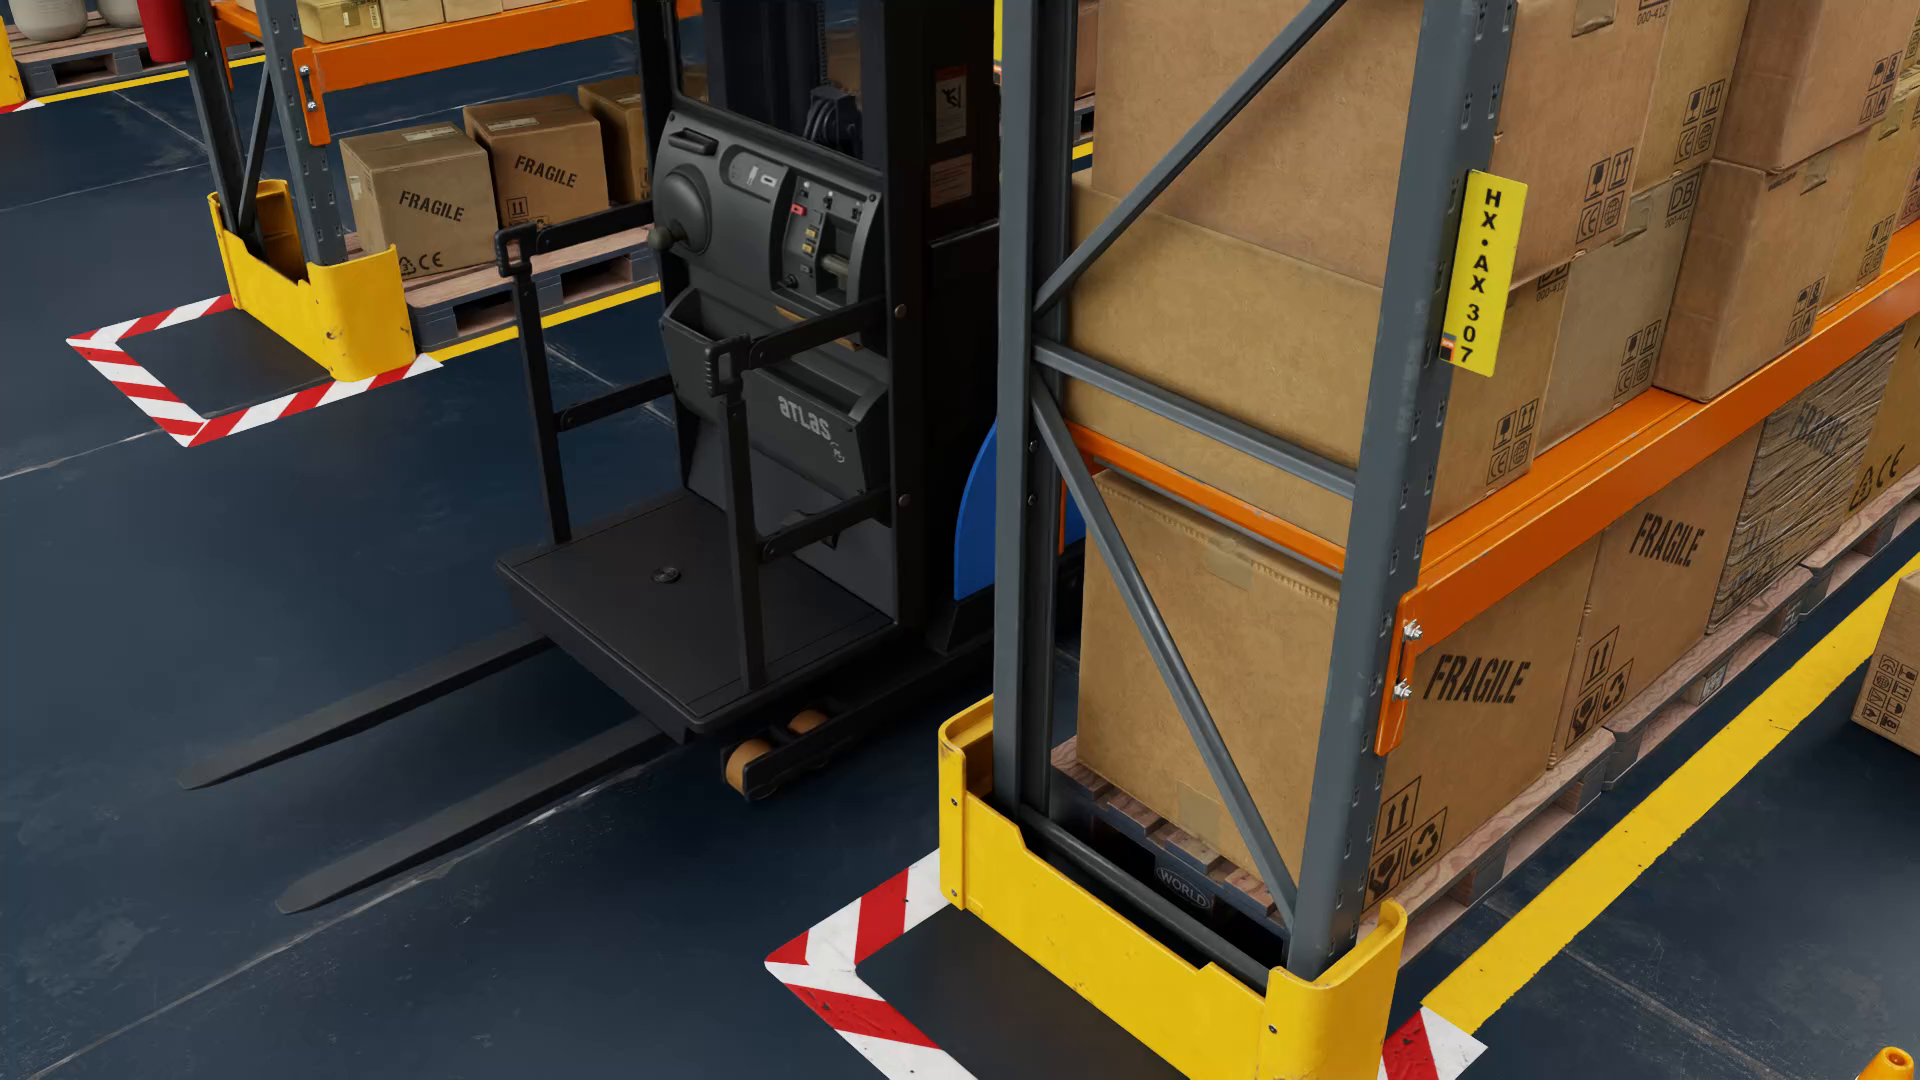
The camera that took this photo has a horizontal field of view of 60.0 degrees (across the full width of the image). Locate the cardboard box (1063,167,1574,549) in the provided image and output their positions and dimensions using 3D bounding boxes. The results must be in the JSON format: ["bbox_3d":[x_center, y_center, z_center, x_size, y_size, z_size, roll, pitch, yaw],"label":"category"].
[{"bbox_3d":[0.703,-0.448,3.463,0.550,0.550,0.875,-26,40,-35],"label":"cardboard box"}]

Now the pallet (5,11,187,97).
[{"bbox_3d":[-5.581,-3.204,10.788,1.213,0.211,1.003,-26,40,-35],"label":"pallet"}]

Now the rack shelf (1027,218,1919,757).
[{"bbox_3d":[1.929,-0.637,4.606,4.000,0.370,1.077,-26,40,-35],"label":"rack shelf"}]

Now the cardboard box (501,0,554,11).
[{"bbox_3d":[-1.906,-2.332,6.929,0.250,0.149,0.380,-26,40,-35],"label":"cardboard box"}]

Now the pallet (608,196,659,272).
[{"bbox_3d":[-1.267,-1.711,8.345,1.213,0.211,1.003,-26,40,-35],"label":"pallet"}]

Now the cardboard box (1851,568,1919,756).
[{"bbox_3d":[2.955,0.355,4.688,0.500,0.500,0.500,-19,36,-28],"label":"cardboard box"}]

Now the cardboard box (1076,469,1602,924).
[{"bbox_3d":[0.914,0.227,4.138,0.875,0.875,0.875,-26,40,-35],"label":"cardboard box"}]

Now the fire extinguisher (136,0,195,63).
[{"bbox_3d":[-3.234,-2.271,6.662,0.183,0.674,0.296,-26,40,-35],"label":"fire extinguisher"}]

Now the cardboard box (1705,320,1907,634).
[{"bbox_3d":[2.228,-0.409,5.177,0.875,0.875,0.875,-25,40,-35],"label":"cardboard box"}]

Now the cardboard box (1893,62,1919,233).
[{"bbox_3d":[2.269,-1.232,4.746,0.550,0.550,0.875,-26,40,-35],"label":"cardboard box"}]

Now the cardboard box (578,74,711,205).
[{"bbox_3d":[-1.480,-1.936,8.034,0.500,0.500,0.500,-22,38,-31],"label":"cardboard box"}]

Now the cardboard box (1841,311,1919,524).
[{"bbox_3d":[2.886,-0.730,5.703,0.875,0.875,0.875,-25,39,-35],"label":"cardboard box"}]

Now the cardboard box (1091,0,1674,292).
[{"bbox_3d":[0.760,-0.876,3.129,0.550,0.550,0.875,-26,40,-35],"label":"cardboard box"}]

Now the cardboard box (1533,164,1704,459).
[{"bbox_3d":[1.092,-0.651,3.796,0.550,0.550,0.875,-26,40,-35],"label":"cardboard box"}]

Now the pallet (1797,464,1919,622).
[{"bbox_3d":[2.784,-0.224,5.914,1.213,0.211,1.003,-26,40,-35],"label":"pallet"}]

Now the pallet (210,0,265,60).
[{"bbox_3d":[-4.687,-3.635,11.492,1.213,0.211,1.003,-26,40,-35],"label":"pallet"}]

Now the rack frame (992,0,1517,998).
[{"bbox_3d":[0.462,-0.235,3.259,0.127,3.000,1.000,-26,40,-35],"label":"rack frame"}]

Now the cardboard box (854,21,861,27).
[{"bbox_3d":[-0.224,-2.573,9.076,0.500,0.500,0.500,-27,41,-37],"label":"cardboard box"}]

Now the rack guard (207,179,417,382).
[{"bbox_3d":[-2.781,-1.129,7.116,0.348,0.500,1.175,-26,40,-35],"label":"rack guard"}]

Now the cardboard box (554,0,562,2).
[{"bbox_3d":[-1.718,-2.418,7.069,0.250,0.149,0.380,-26,40,-35],"label":"cardboard box"}]

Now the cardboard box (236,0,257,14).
[{"bbox_3d":[-2.768,-2.241,6.780,0.250,0.149,0.380,-26,40,-35],"label":"cardboard box"}]

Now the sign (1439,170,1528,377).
[{"bbox_3d":[0.835,-0.423,2.661,0.005,0.325,0.100,-26,40,-35],"label":"sign"}]

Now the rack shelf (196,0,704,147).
[{"bbox_3d":[-1.370,-2.571,7.768,4.000,0.370,1.077,-26,40,-35],"label":"rack shelf"}]

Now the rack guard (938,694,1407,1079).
[{"bbox_3d":[0.444,0.840,3.897,0.348,0.500,1.175,-26,40,-35],"label":"rack guard"}]

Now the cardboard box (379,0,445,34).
[{"bbox_3d":[-2.269,-2.152,6.635,0.250,0.149,0.380,-26,40,-35],"label":"cardboard box"}]

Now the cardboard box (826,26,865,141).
[{"bbox_3d":[-0.639,-2.367,8.739,0.500,0.500,0.500,-13,34,-21],"label":"cardboard box"}]

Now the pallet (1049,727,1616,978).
[{"bbox_3d":[0.995,0.641,4.499,1.213,0.211,1.003,-26,40,-35],"label":"pallet"}]

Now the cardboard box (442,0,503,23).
[{"bbox_3d":[-2.075,-2.235,6.771,0.250,0.149,0.380,-26,40,-35],"label":"cardboard box"}]

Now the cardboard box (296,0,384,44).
[{"bbox_3d":[-2.465,-2.071,6.502,0.250,0.149,0.380,-26,40,-35],"label":"cardboard box"}]

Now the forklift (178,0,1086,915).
[{"bbox_3d":[-0.686,-0.844,4.321,3.031,2.935,1.130,-25,40,-35],"label":"forklift"}]

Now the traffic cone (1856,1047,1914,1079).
[{"bbox_3d":[1.817,1.202,3.340,0.334,0.463,0.336,-26,40,-35],"label":"traffic cone"}]

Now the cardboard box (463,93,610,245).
[{"bbox_3d":[-1.952,-1.721,7.683,0.500,0.500,0.500,-15,35,-23],"label":"cardboard box"}]

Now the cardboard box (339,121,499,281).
[{"bbox_3d":[-2.367,-1.496,7.315,0.500,0.500,0.500,-18,36,-27],"label":"cardboard box"}]

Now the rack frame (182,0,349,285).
[{"bbox_3d":[-2.836,-2.168,6.420,0.127,3.000,1.000,-26,40,-35],"label":"rack frame"}]

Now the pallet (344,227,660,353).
[{"bbox_3d":[-2.161,-1.280,7.641,1.213,0.211,1.003,-26,40,-35],"label":"pallet"}]

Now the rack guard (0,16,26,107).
[{"bbox_3d":[-6.180,-3.041,10.244,0.348,0.500,1.175,-26,40,-35],"label":"rack guard"}]

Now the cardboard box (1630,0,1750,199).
[{"bbox_3d":[1.101,-1.107,3.506,0.550,0.550,0.875,-26,40,-35],"label":"cardboard box"}]

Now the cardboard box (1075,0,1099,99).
[{"bbox_3d":[0.562,-2.918,9.621,0.700,0.500,0.500,26,40,35],"label":"cardboard box"}]

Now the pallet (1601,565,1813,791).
[{"bbox_3d":[1.889,0.211,5.203,1.213,0.211,1.003,-26,40,-35],"label":"pallet"}]

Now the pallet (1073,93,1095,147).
[{"bbox_3d":[0.667,-2.674,9.920,1.213,0.211,1.003,-26,40,-35],"label":"pallet"}]

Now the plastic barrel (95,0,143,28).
[{"bbox_3d":[-5.406,-3.621,10.779,0.421,0.512,0.421,0,31,0],"label":"plastic barrel"}]

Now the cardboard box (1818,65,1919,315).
[{"bbox_3d":[1.948,-1.006,4.375,0.500,0.550,0.875,-26,40,-35],"label":"cardboard box"}]

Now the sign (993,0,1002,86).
[{"bbox_3d":[0.103,-1.042,3.242,0.005,0.325,0.100,-26,40,-35],"label":"sign"}]

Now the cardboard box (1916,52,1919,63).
[{"bbox_3d":[2.287,-1.682,4.447,0.550,0.550,0.875,-26,40,-35],"label":"cardboard box"}]

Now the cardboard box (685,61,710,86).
[{"bbox_3d":[-1.040,-2.117,8.330,0.500,0.500,0.500,25,39,35],"label":"cardboard box"}]

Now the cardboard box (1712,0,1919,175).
[{"bbox_3d":[1.604,-1.253,3.745,0.550,0.550,0.875,-26,40,-35],"label":"cardboard box"}]

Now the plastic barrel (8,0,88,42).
[{"bbox_3d":[-5.773,-3.443,10.488,0.421,0.512,0.421,0,31,0],"label":"plastic barrel"}]

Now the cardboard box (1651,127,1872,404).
[{"bbox_3d":[1.588,-0.802,4.042,0.550,0.550,0.875,-26,40,-35],"label":"cardboard box"}]

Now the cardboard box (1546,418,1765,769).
[{"bbox_3d":[1.558,-0.086,4.650,0.875,0.875,0.875,-27,40,-36],"label":"cardboard box"}]

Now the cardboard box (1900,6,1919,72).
[{"bbox_3d":[1.904,-1.491,4.134,0.500,0.550,0.875,-26,40,-35],"label":"cardboard box"}]
